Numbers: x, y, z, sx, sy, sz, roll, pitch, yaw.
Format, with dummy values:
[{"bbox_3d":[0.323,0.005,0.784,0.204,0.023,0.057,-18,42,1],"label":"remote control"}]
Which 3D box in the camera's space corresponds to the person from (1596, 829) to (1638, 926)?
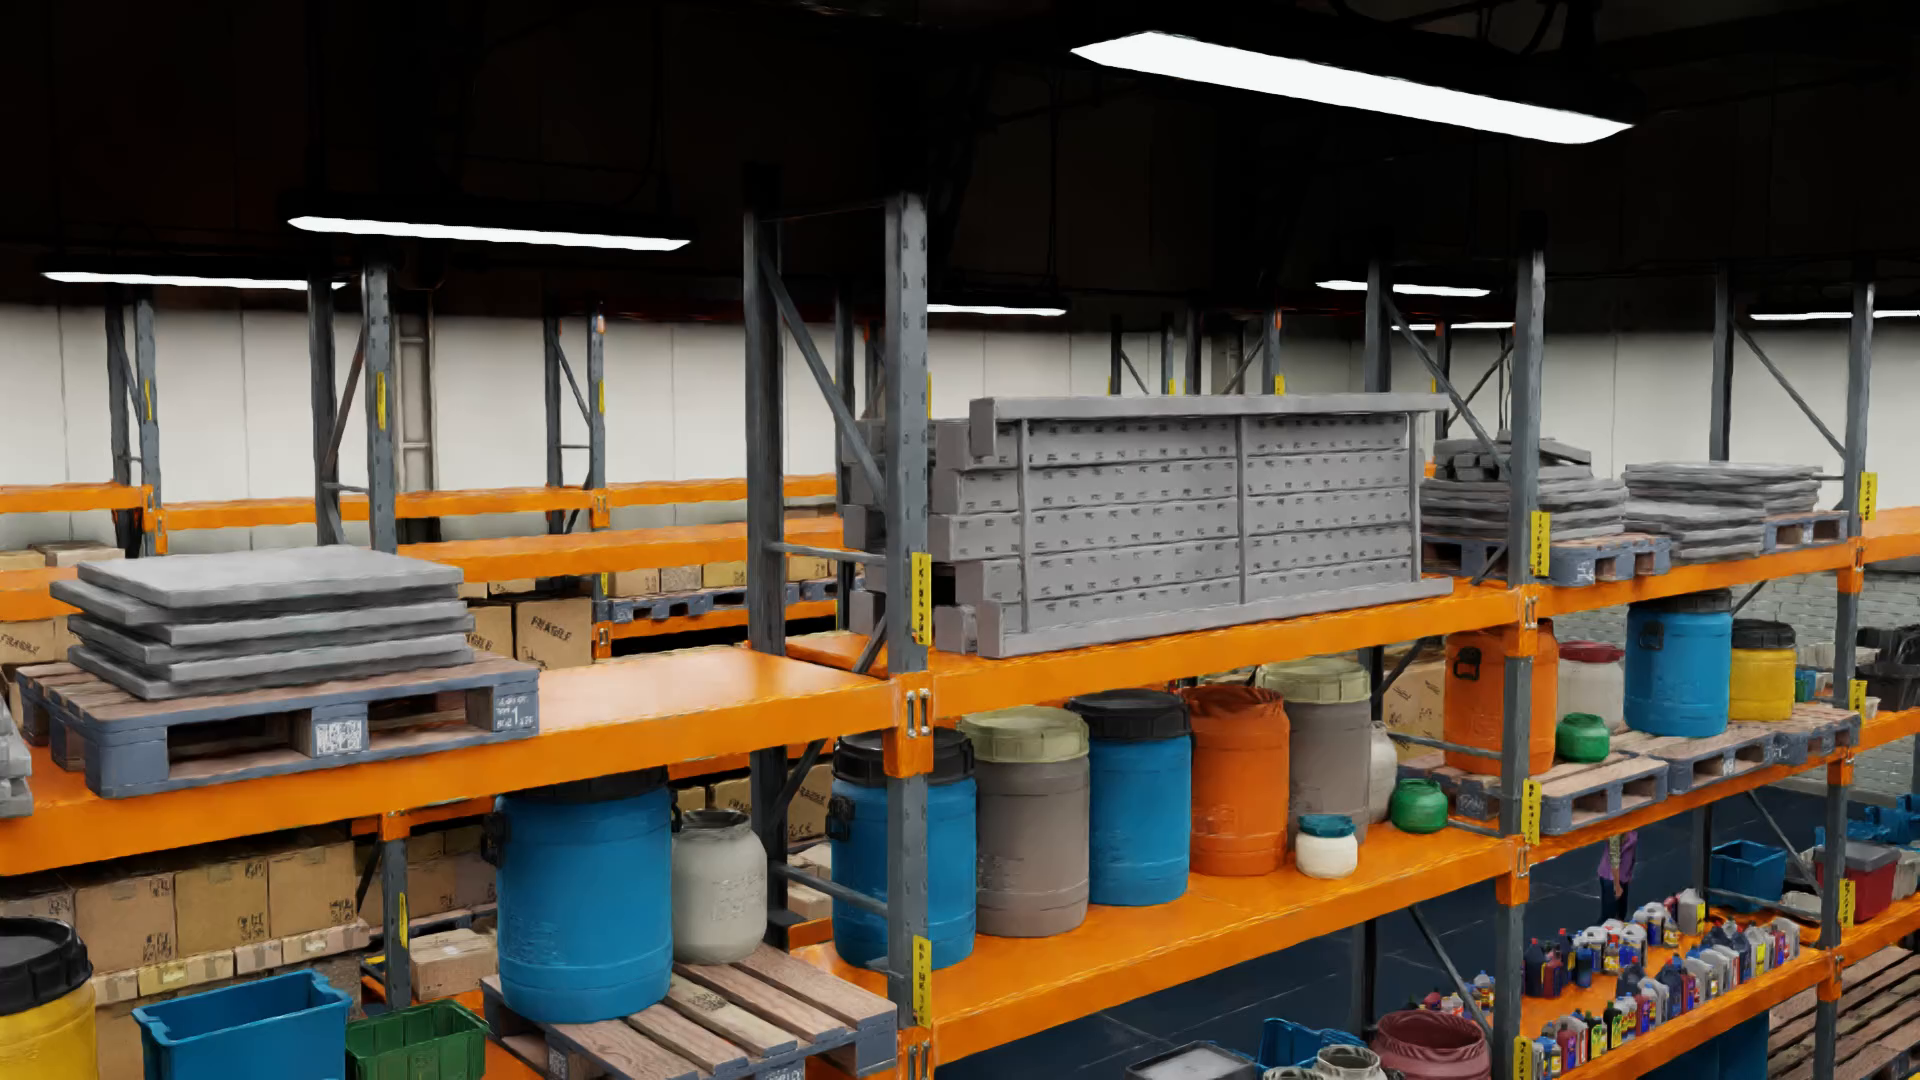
[{"bbox_3d":[5.768,2.958,14.529,0.423,1.599,0.498,3,6,27],"label":"person"}]
